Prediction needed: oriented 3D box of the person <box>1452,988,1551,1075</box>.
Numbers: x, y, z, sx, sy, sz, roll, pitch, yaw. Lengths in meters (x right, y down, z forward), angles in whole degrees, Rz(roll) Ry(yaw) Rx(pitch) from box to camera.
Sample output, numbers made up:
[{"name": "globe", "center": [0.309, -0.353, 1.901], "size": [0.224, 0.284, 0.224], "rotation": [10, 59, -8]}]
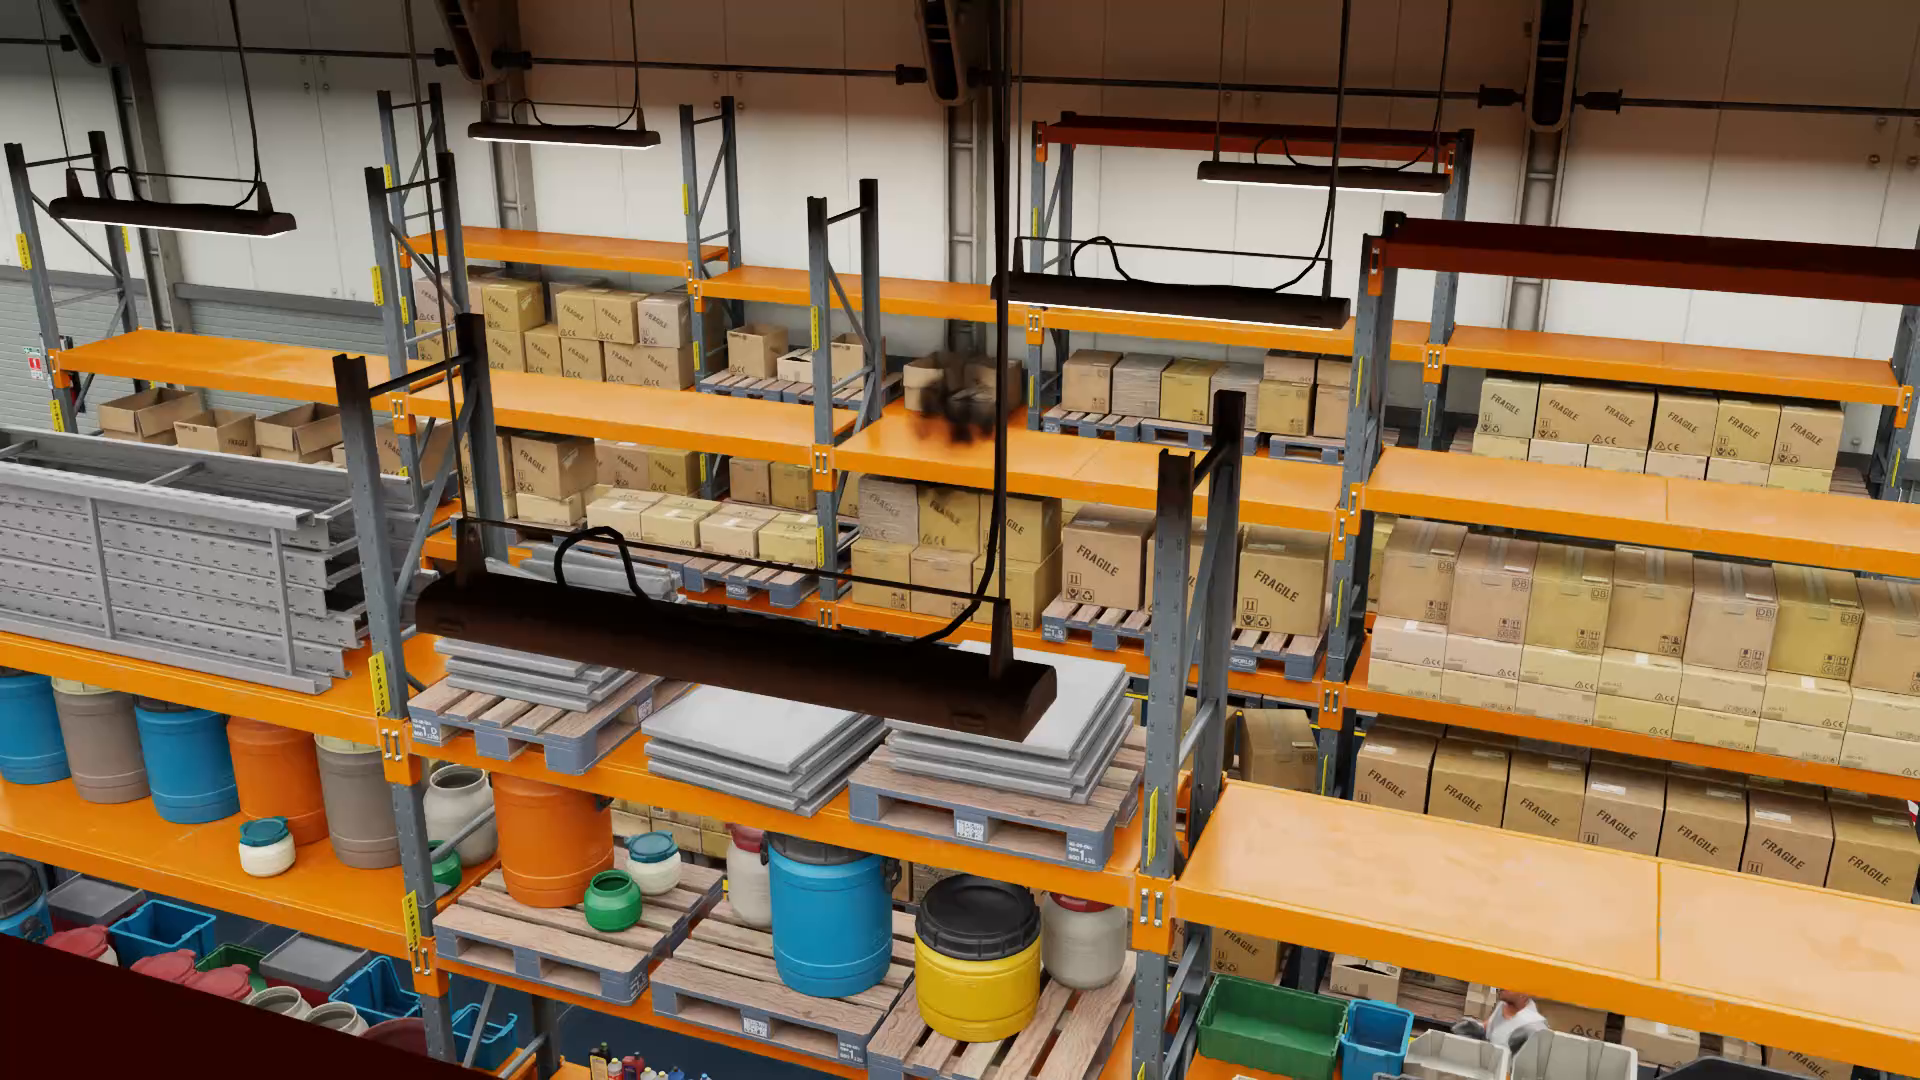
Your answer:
[{"name": "person", "center": [3.548, 3.501, 10.672], "size": [0.813, 1.833, 0.635], "rotation": [5, 21, 12]}]
